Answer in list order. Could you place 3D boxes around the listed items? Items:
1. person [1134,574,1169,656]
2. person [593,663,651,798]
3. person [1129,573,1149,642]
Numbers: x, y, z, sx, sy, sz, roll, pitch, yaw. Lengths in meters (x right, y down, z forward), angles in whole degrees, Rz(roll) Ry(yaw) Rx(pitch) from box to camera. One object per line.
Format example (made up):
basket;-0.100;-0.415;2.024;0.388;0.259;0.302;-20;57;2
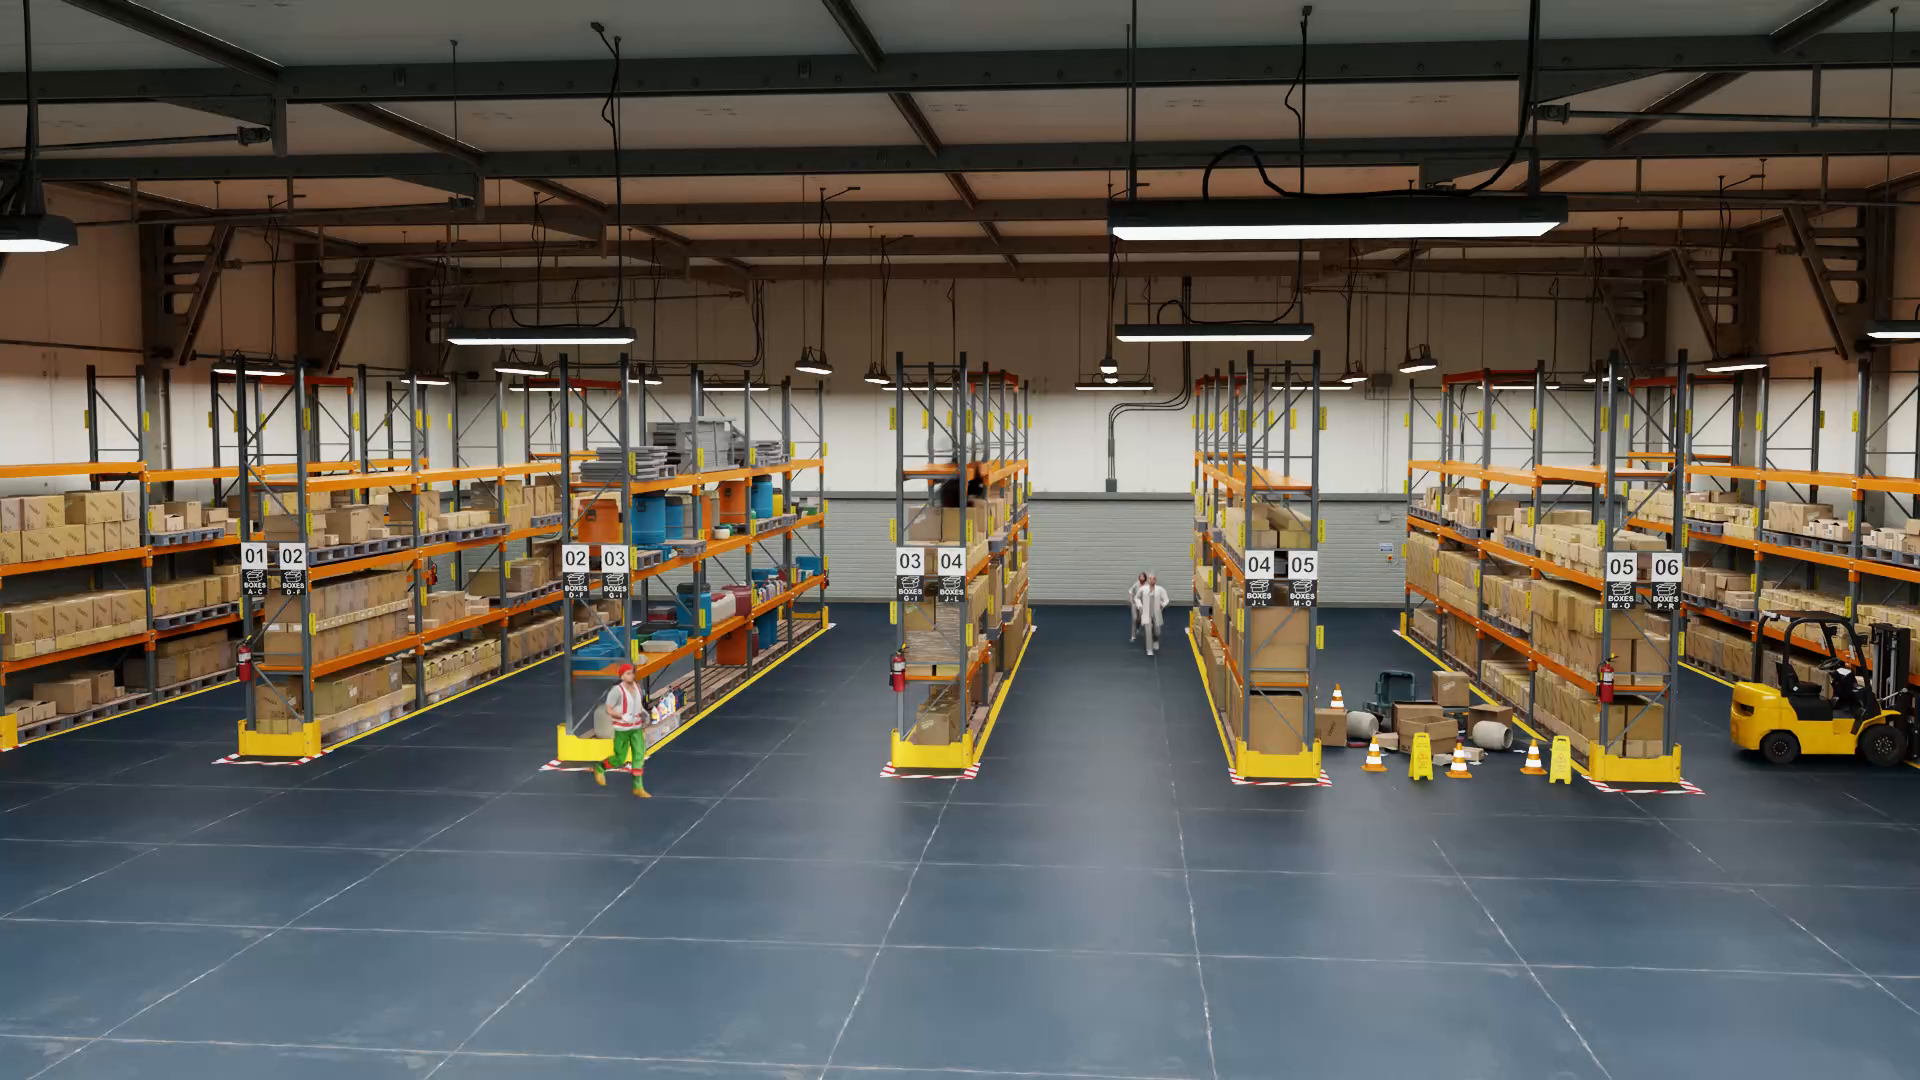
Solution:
person;4.107;1.621;35.713;0.741;1.692;0.791;0;4;4
person;-4.494;2.534;22.308;0.940;1.784;0.667;3;5;38
person;4.149;1.529;38.155;0.581;1.577;0.772;1;4;13
